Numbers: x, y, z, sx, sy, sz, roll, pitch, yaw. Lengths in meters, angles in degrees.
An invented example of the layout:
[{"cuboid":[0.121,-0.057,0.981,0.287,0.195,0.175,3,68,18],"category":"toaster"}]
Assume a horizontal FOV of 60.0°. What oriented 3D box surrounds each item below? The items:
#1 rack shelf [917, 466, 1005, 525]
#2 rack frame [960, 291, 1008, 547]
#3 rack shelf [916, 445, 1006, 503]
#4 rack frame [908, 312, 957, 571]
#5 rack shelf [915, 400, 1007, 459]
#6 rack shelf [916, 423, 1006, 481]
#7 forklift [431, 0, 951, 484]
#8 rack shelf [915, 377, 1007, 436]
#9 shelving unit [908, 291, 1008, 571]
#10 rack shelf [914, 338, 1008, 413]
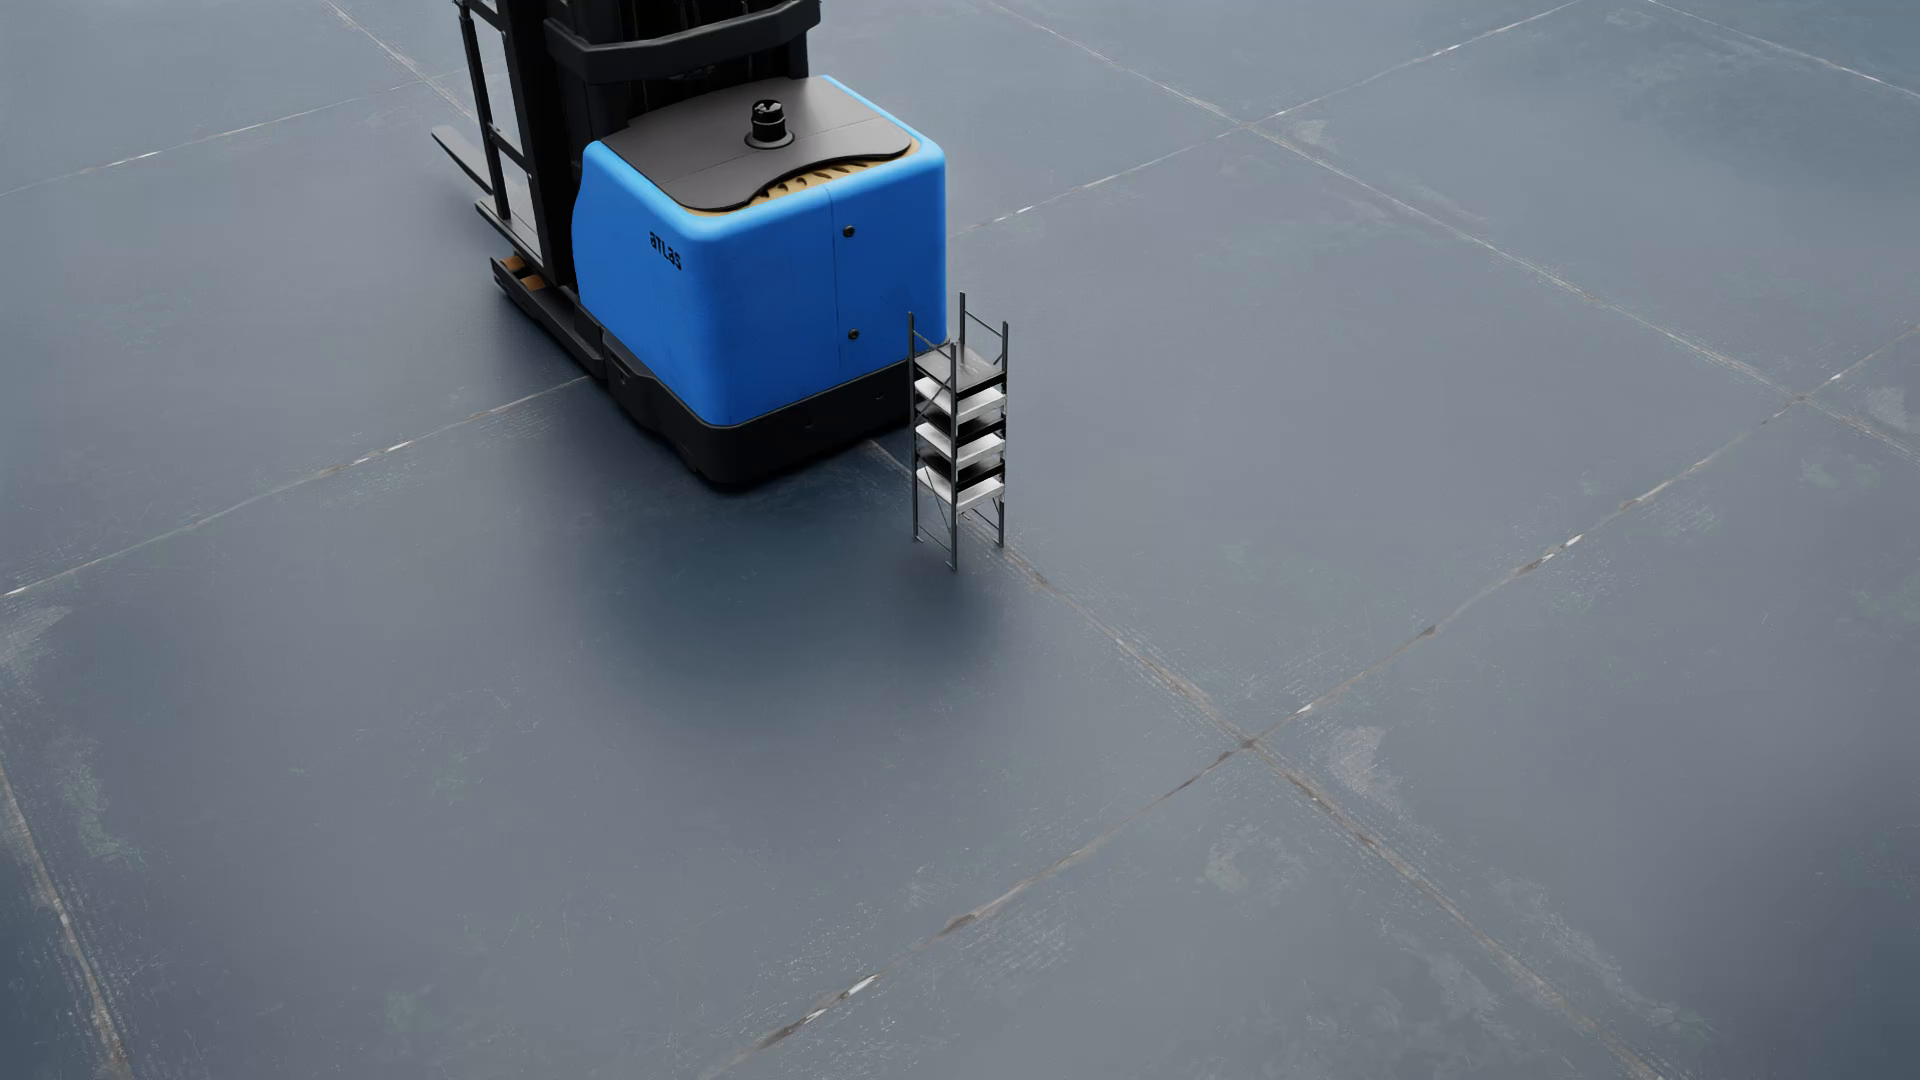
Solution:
[{"cuboid":[-0.006,-0.180,5.596,0.200,0.077,0.258,-26,46,-28],"category":"rack shelf"},{"cuboid":[0.074,-0.384,5.509,0.006,0.900,0.240,-26,46,-28],"category":"rack frame"},{"cuboid":[-0.006,-0.249,5.539,0.200,0.077,0.258,-26,46,-28],"category":"rack shelf"},{"cuboid":[-0.087,-0.305,5.413,0.006,0.900,0.240,-26,46,-28],"category":"rack frame"},{"cuboid":[-0.006,-0.389,5.425,0.200,0.077,0.258,-26,46,-28],"category":"rack shelf"},{"cuboid":[-0.006,-0.319,5.482,0.200,0.077,0.258,-26,46,-28],"category":"rack shelf"},{"cuboid":[-1.304,-2.222,6.148,1.130,2.935,3.031,-25,45,-27],"category":"forklift"},{"cuboid":[-0.006,-0.458,5.368,0.200,0.077,0.258,-26,46,-28],"category":"rack shelf"},{"cuboid":[-0.006,-0.345,5.461,0.210,0.900,0.258,-26,46,-28],"category":"shelving unit"},{"cuboid":[-0.006,-0.528,5.311,0.200,0.077,0.258,-26,46,-28],"category":"rack shelf"}]
